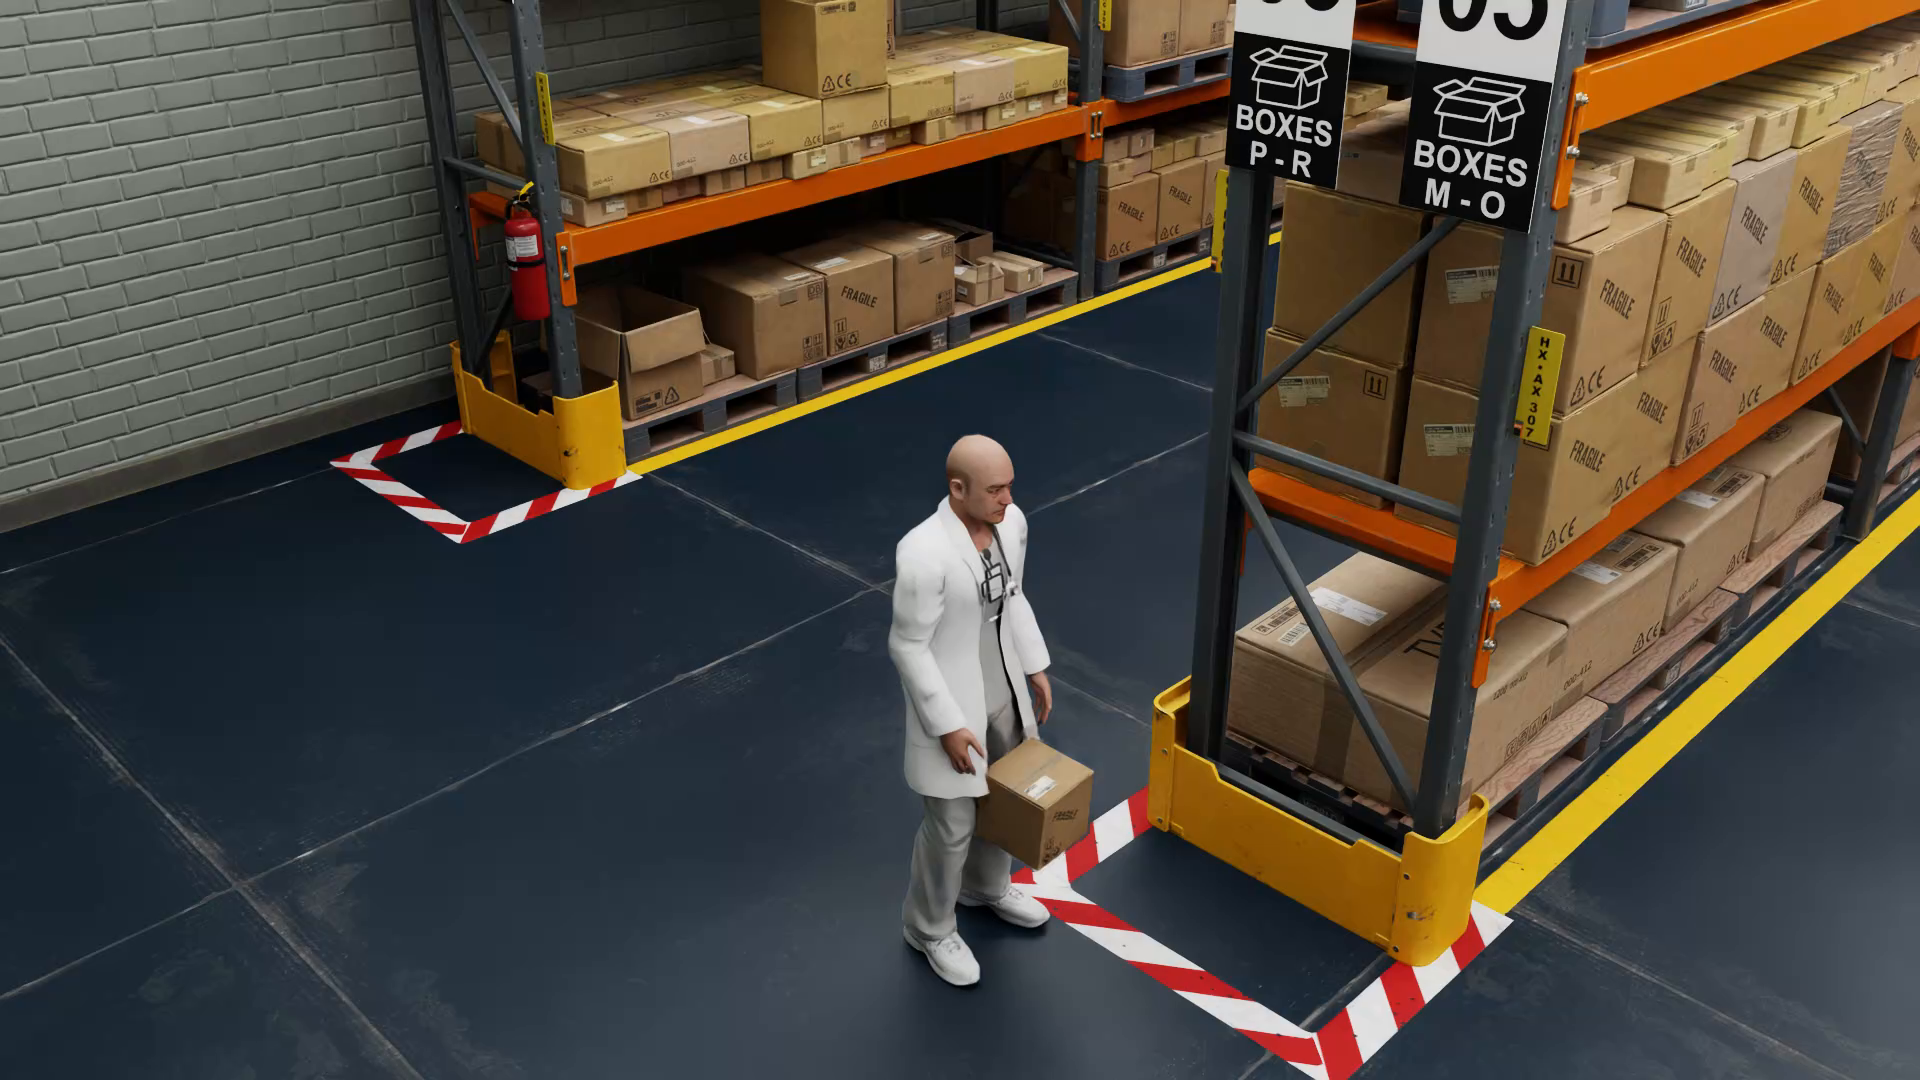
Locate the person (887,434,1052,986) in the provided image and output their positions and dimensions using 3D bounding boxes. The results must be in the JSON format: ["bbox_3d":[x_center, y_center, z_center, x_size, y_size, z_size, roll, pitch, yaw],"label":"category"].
[{"bbox_3d":[0.039,0.500,5.166,0.424,1.779,0.587,21,34,34],"label":"person"}]
